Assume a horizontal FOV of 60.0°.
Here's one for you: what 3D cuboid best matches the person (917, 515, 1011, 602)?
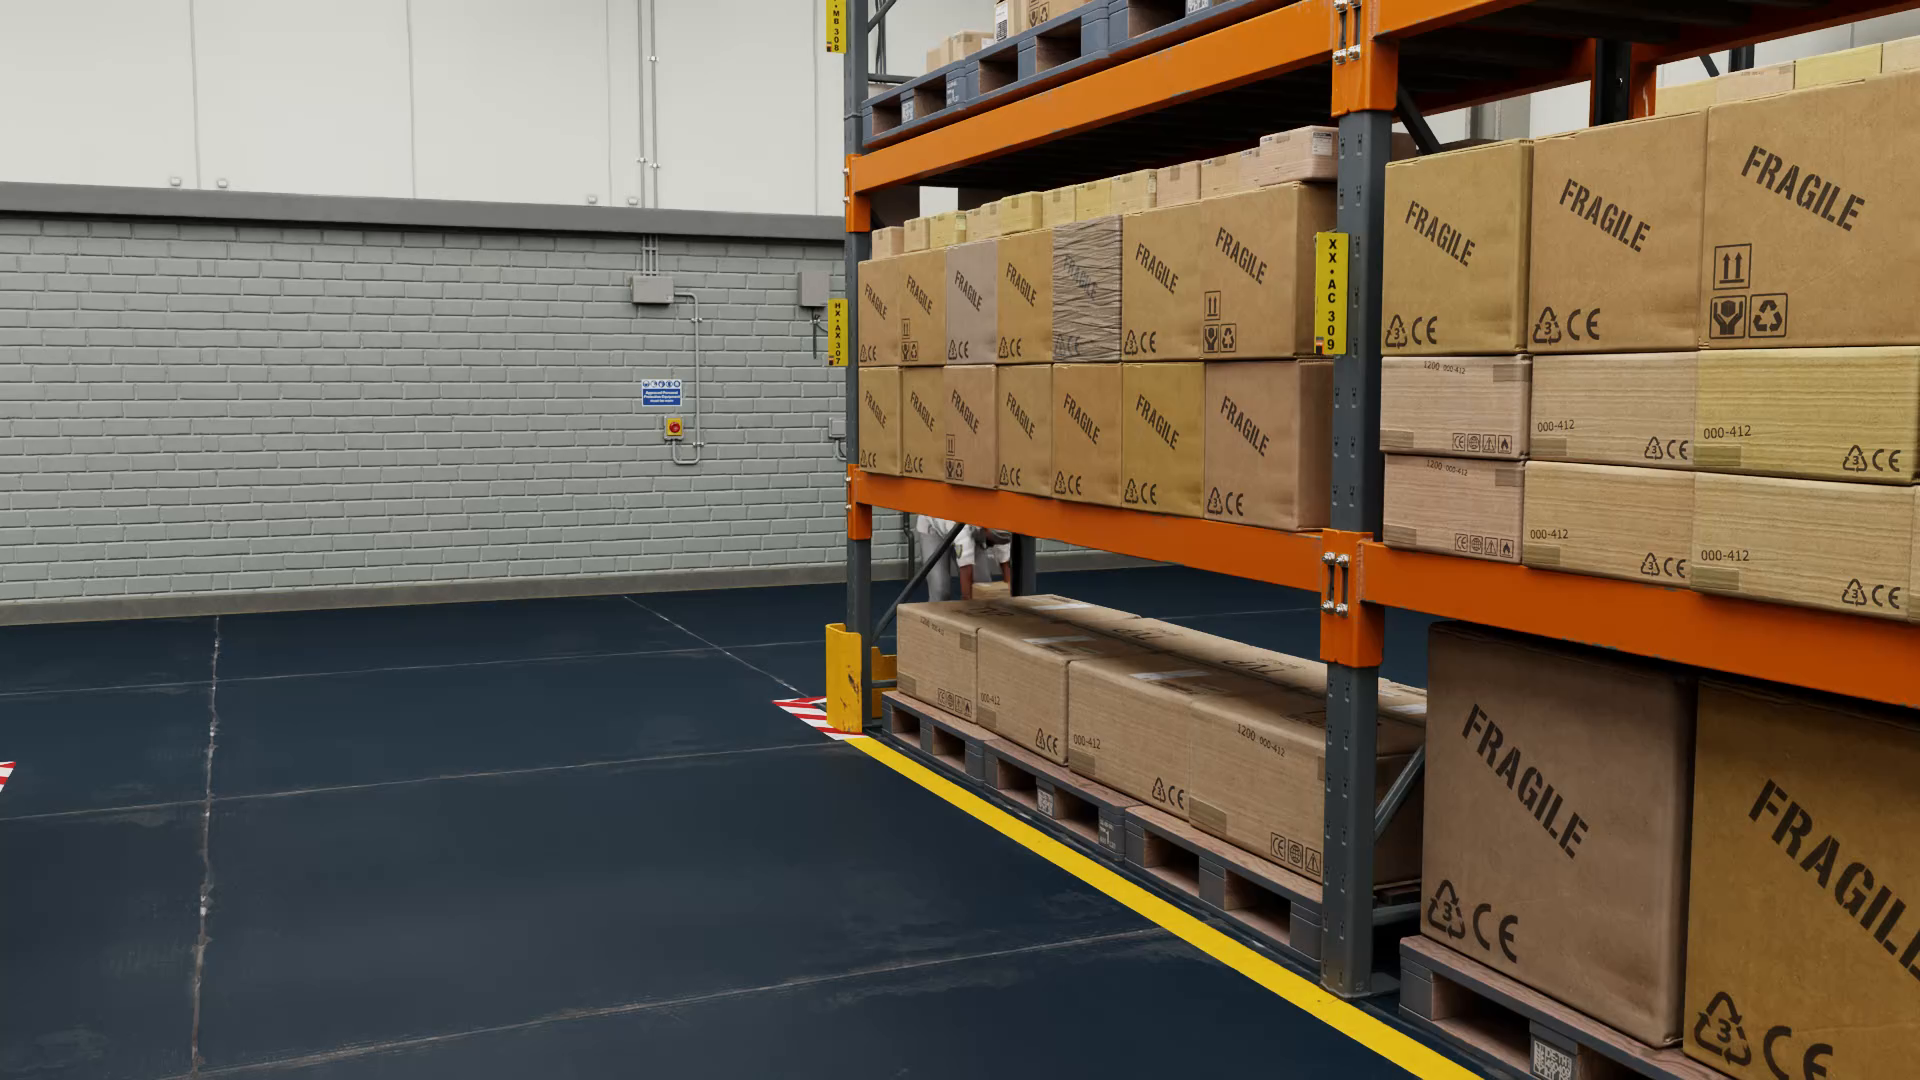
[{"bbox_3d":[0.067,0.252,10.060,0.431,1.059,0.940,-3,6,-26],"label":"person"}]
